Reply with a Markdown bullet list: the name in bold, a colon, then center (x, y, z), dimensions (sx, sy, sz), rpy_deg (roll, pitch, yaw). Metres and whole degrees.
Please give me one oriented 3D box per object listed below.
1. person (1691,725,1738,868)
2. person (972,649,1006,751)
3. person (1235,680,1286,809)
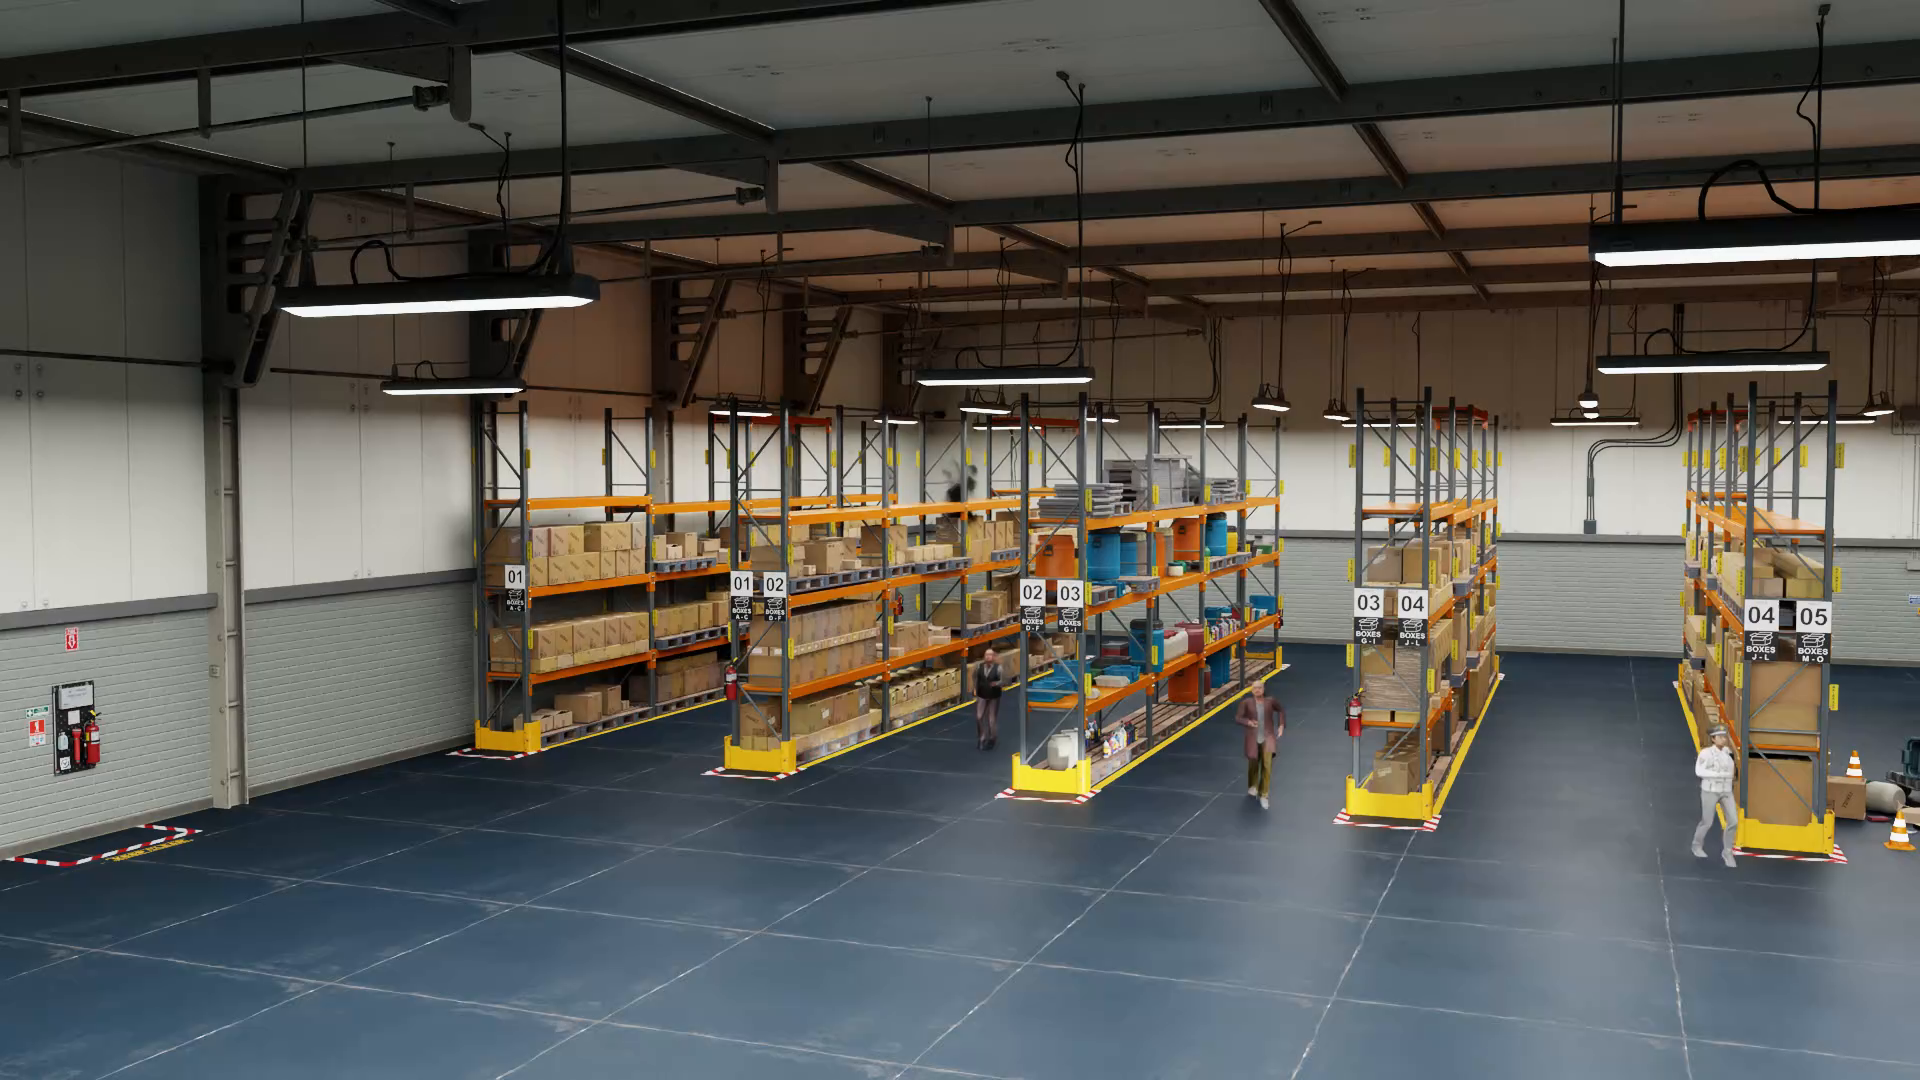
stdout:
- **person**: center (9.360, 3.163, 20.574), dimensions (0.610, 1.773, 0.656), rpy_deg (-1, 3, -10)
- **person**: center (0.486, 2.759, 28.658), dimensions (0.635, 1.762, 0.751), rpy_deg (0, 3, 8)
- **person**: center (4.373, 2.954, 24.218), dimensions (0.726, 1.821, 0.903), rpy_deg (0, 3, 10)
